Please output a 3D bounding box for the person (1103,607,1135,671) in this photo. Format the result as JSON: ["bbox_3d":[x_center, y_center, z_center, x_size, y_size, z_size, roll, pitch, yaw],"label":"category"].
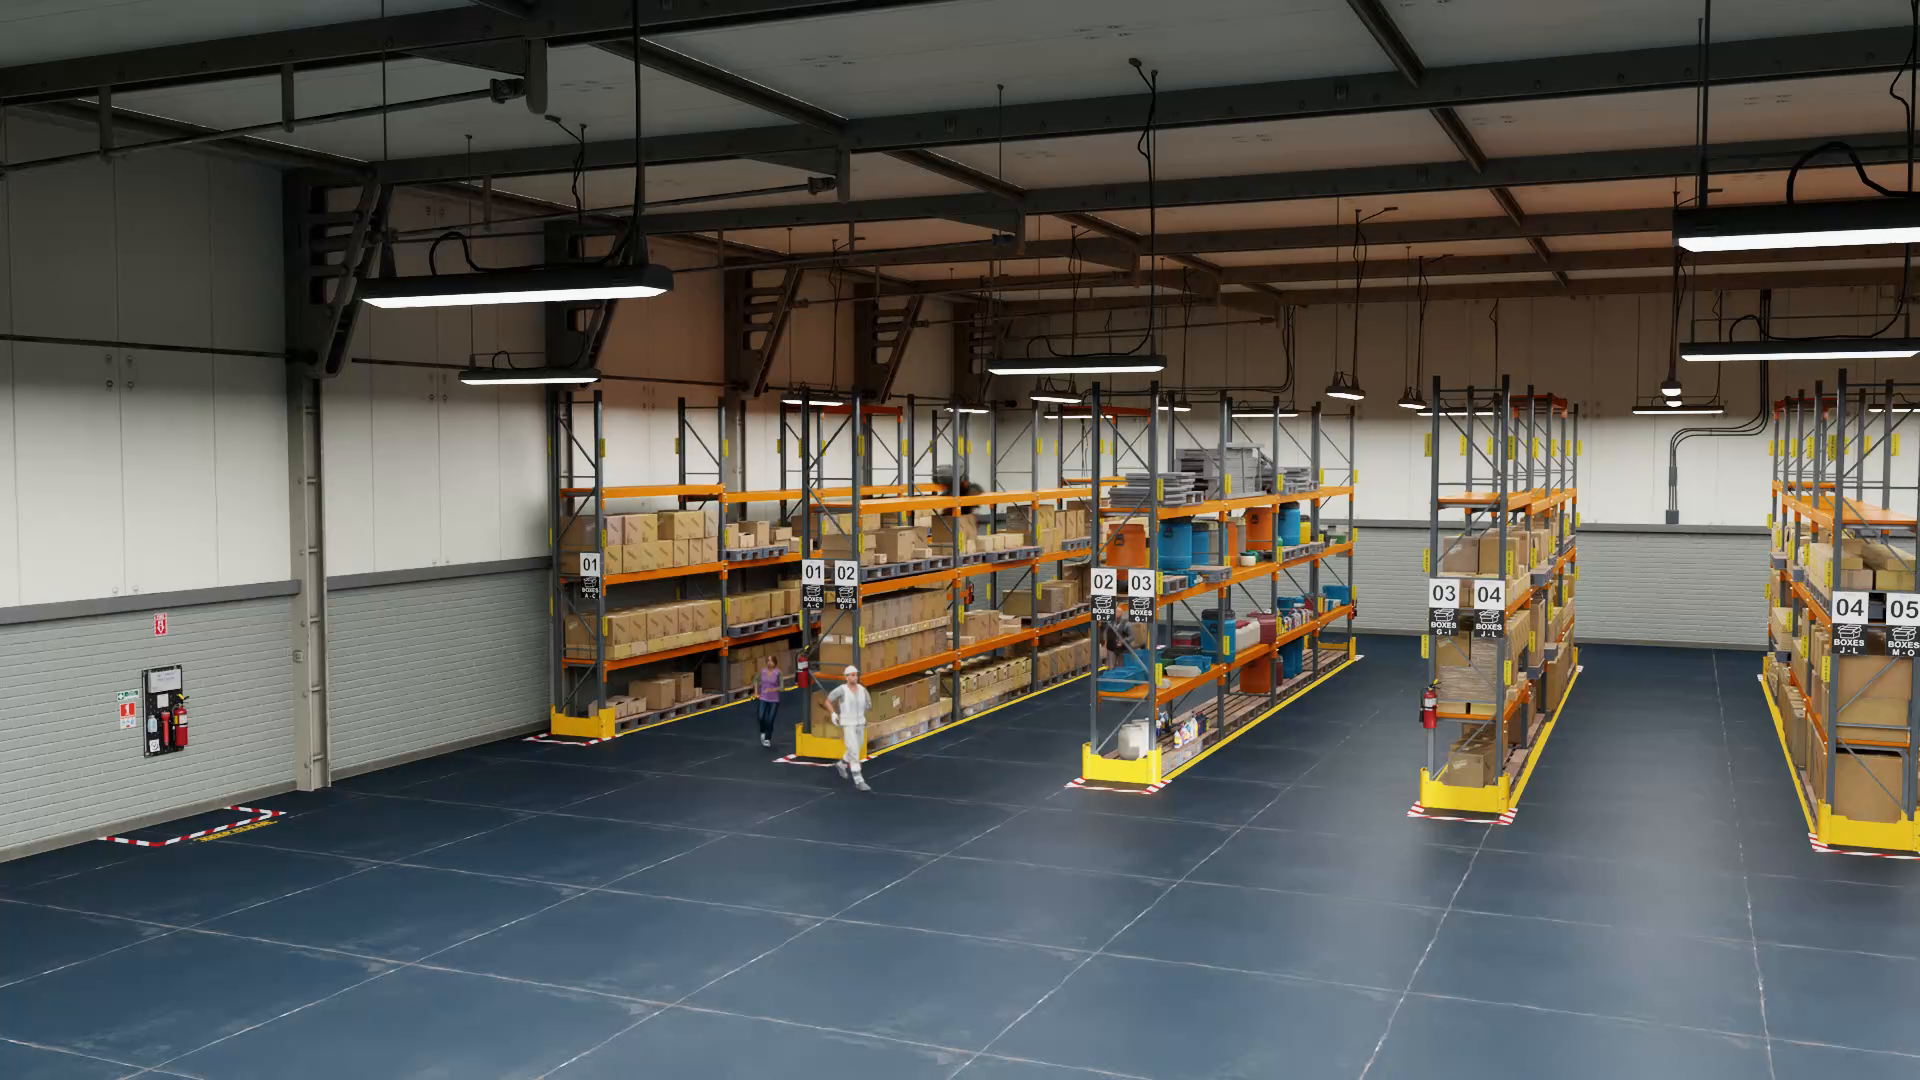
[{"bbox_3d":[3.019,2.149,31.815,0.668,1.734,0.723,1,3,23],"label":"person"}]

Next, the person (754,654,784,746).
[{"bbox_3d":[-3.198,2.686,27.794,0.530,1.540,0.529,0,3,-1],"label":"person"}]

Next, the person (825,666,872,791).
[{"bbox_3d":[-1.581,2.729,24.431,0.659,1.769,1.005,-3,4,-39],"label":"person"}]
